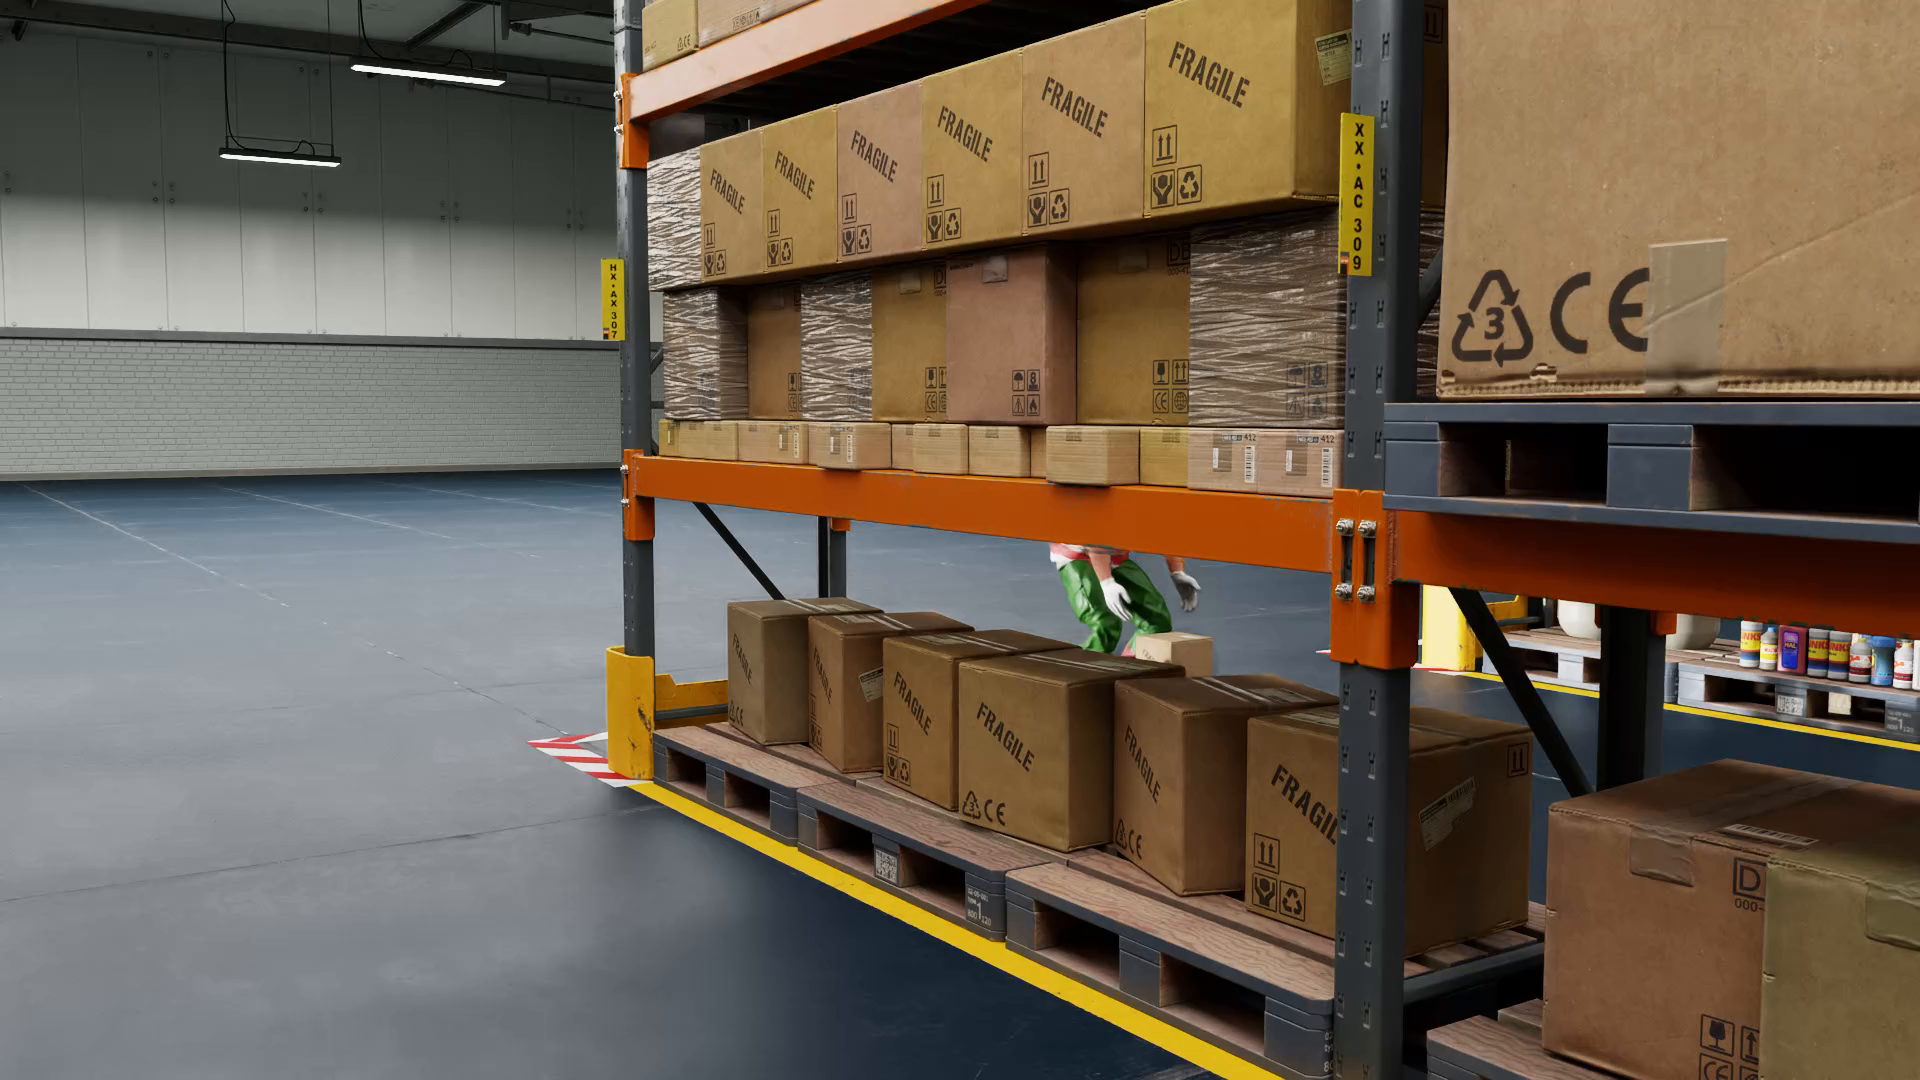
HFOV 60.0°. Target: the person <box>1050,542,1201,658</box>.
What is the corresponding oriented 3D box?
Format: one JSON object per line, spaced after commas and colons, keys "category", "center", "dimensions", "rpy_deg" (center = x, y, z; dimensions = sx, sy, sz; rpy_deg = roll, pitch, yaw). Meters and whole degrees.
{"category": "person", "center": [0.792, 0.145, 7.965], "dimensions": [0.583, 1.443, 0.748], "rpy_deg": [-3, 5, -34]}
